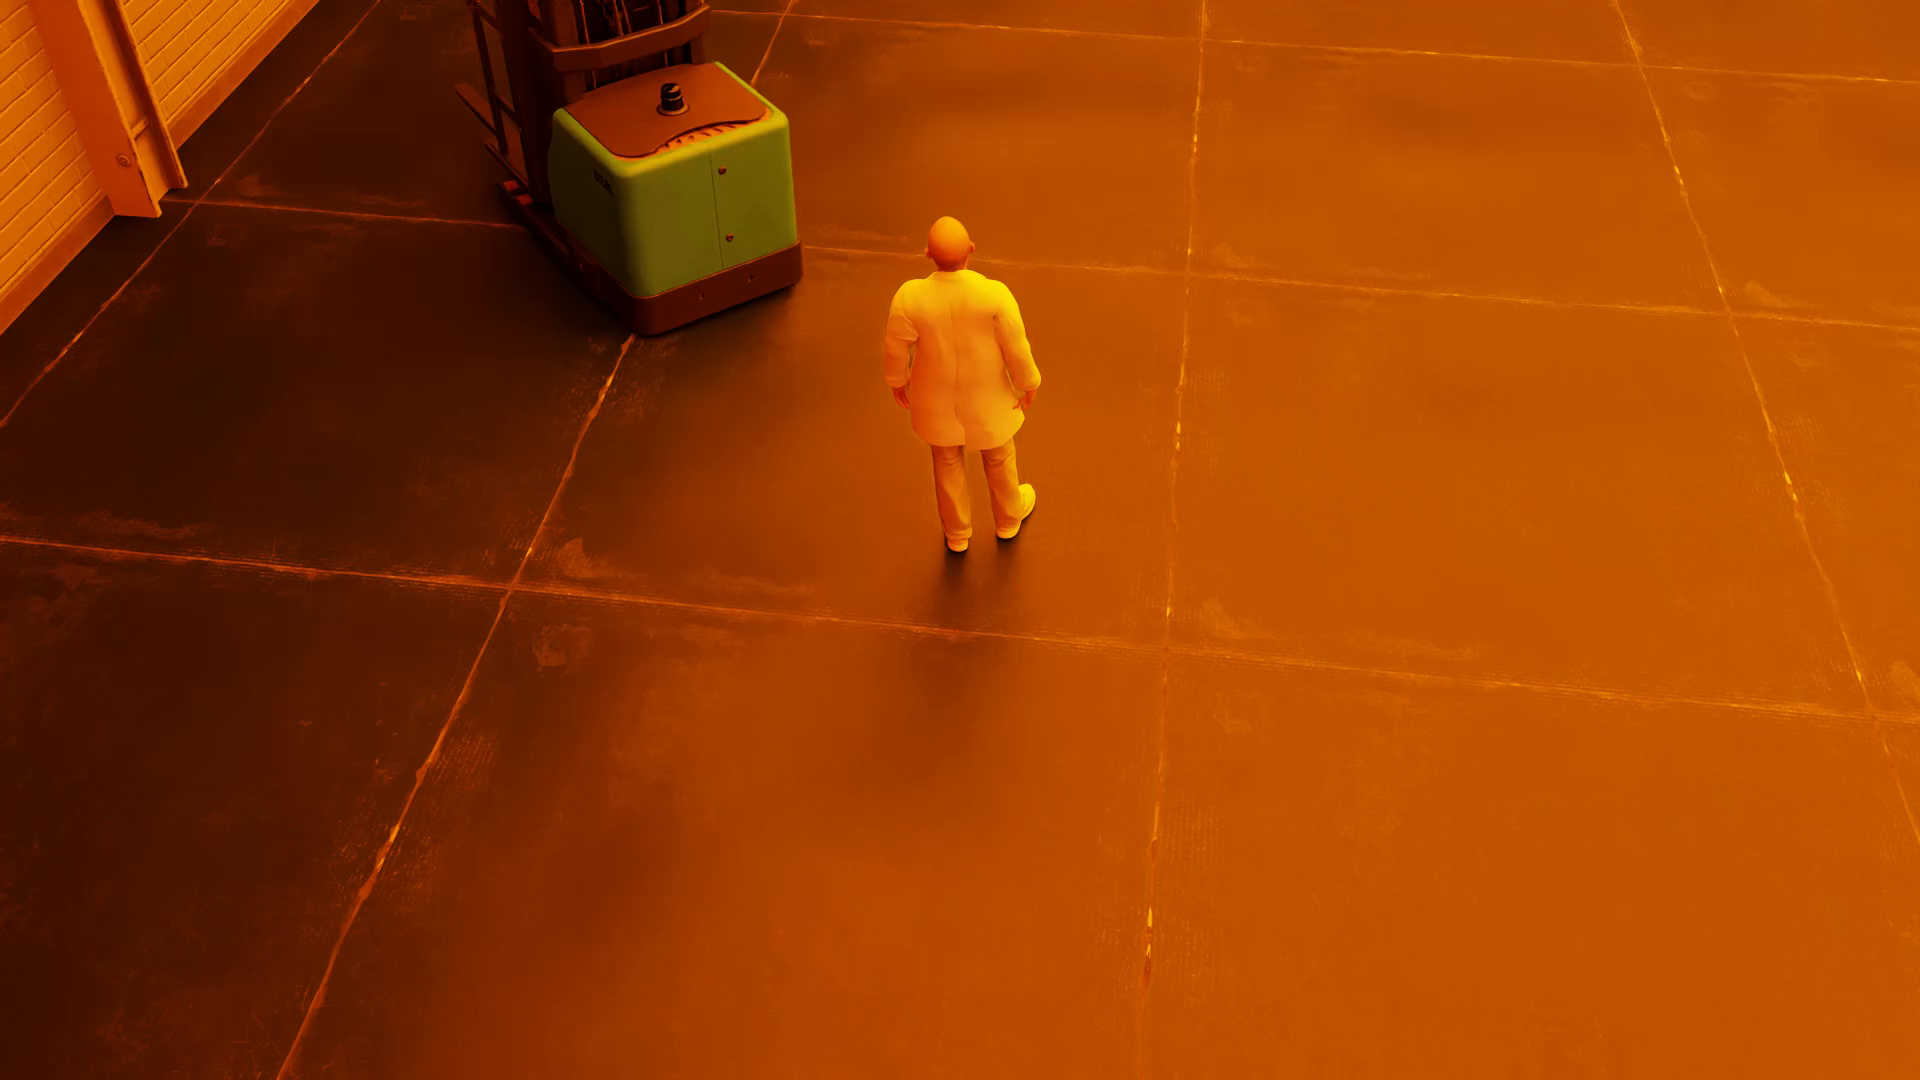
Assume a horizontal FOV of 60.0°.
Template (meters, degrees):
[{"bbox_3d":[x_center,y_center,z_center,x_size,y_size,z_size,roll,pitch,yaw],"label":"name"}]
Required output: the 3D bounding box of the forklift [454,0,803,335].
[{"bbox_3d":[-2.140,-3.149,9.152,1.130,2.935,3.031,-25,48,-25],"label":"forklift"}]

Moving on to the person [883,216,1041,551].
[{"bbox_3d":[0.017,-0.687,7.381,0.696,1.685,0.581,5,43,6],"label":"person"}]
